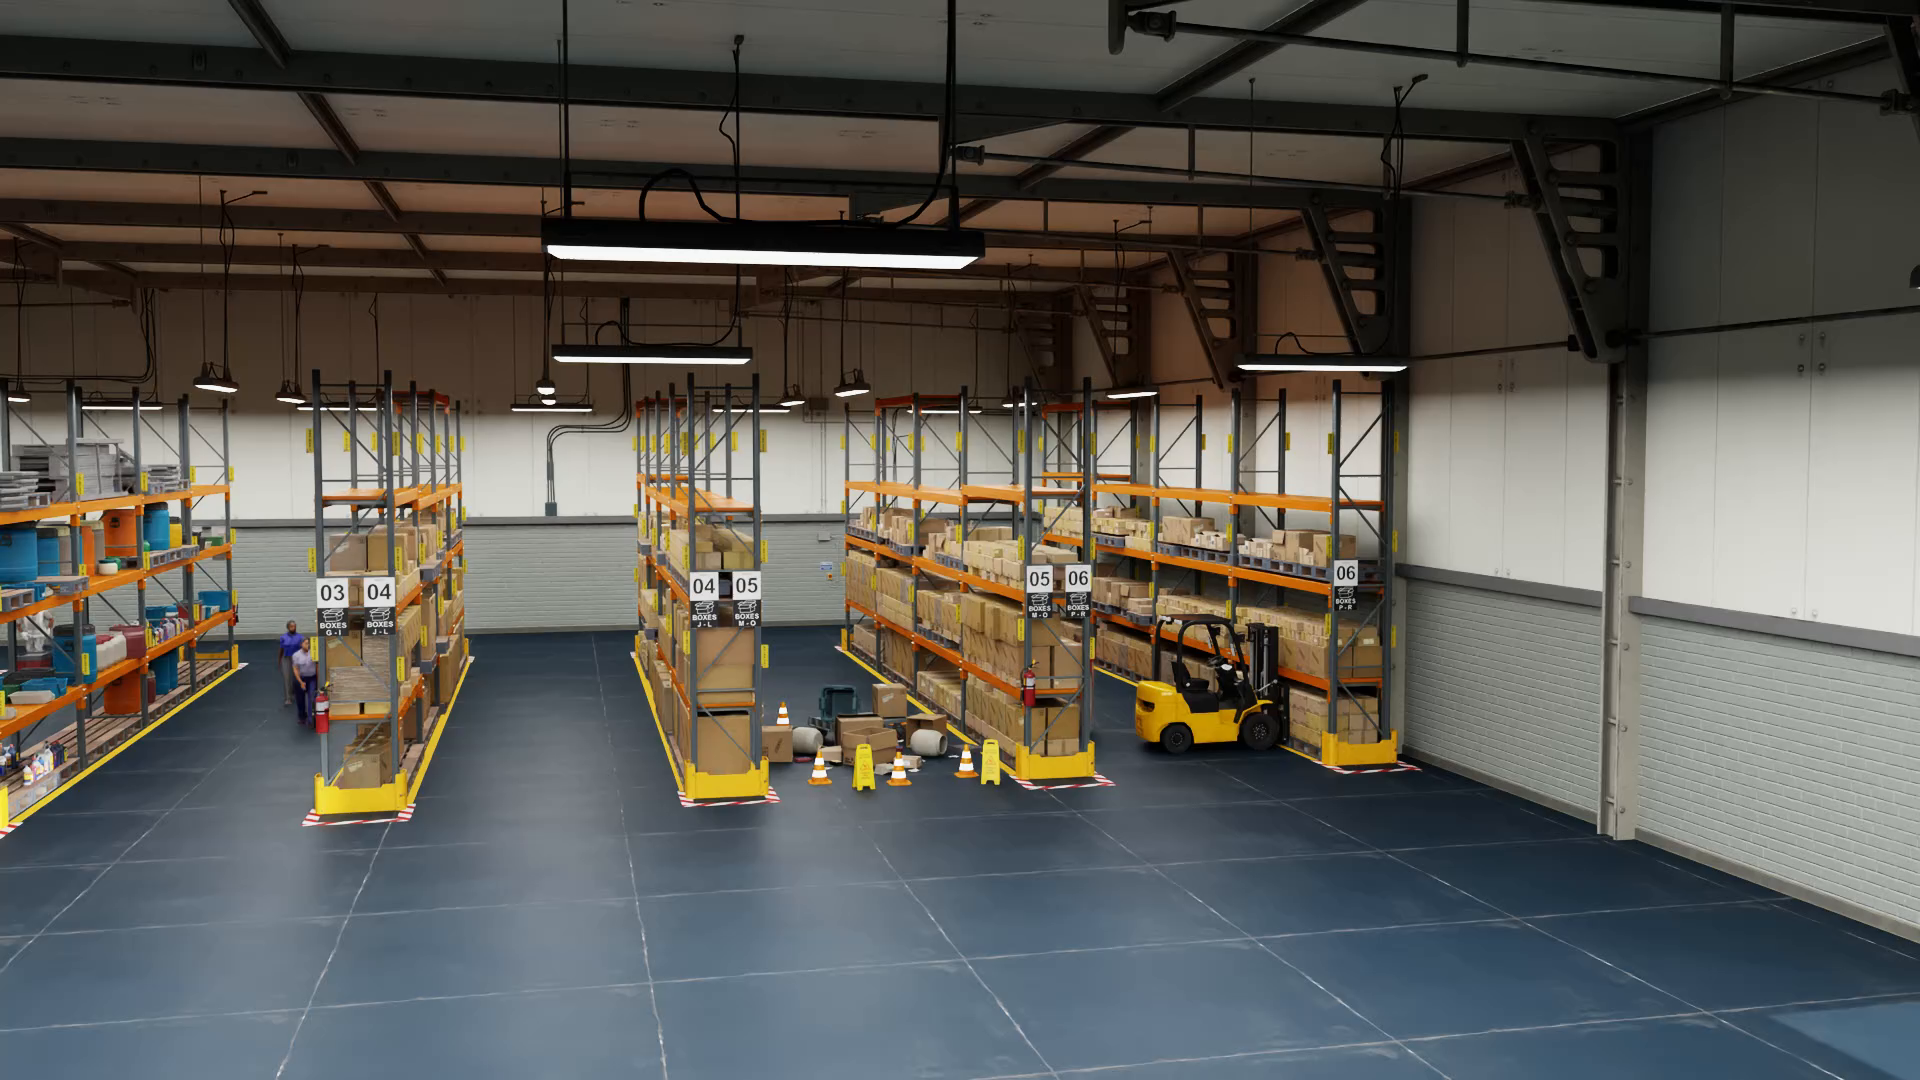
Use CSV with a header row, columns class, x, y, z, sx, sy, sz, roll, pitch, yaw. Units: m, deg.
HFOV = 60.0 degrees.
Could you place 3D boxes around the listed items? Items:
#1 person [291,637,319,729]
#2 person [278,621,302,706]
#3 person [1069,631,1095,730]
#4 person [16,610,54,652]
class,x,y,z,sx,sy,sz,roll,pitch,yaw
person,-11.522,2.510,29.295,0.465,1.570,0.984,-2,4,-26
person,-12.862,2.342,32.029,0.507,1.589,1.043,-1,4,-23
person,2.073,2.460,29.088,0.587,1.711,0.494,0,3,-5
person,-20.053,2.085,36.051,0.648,1.679,0.652,0,3,-6
